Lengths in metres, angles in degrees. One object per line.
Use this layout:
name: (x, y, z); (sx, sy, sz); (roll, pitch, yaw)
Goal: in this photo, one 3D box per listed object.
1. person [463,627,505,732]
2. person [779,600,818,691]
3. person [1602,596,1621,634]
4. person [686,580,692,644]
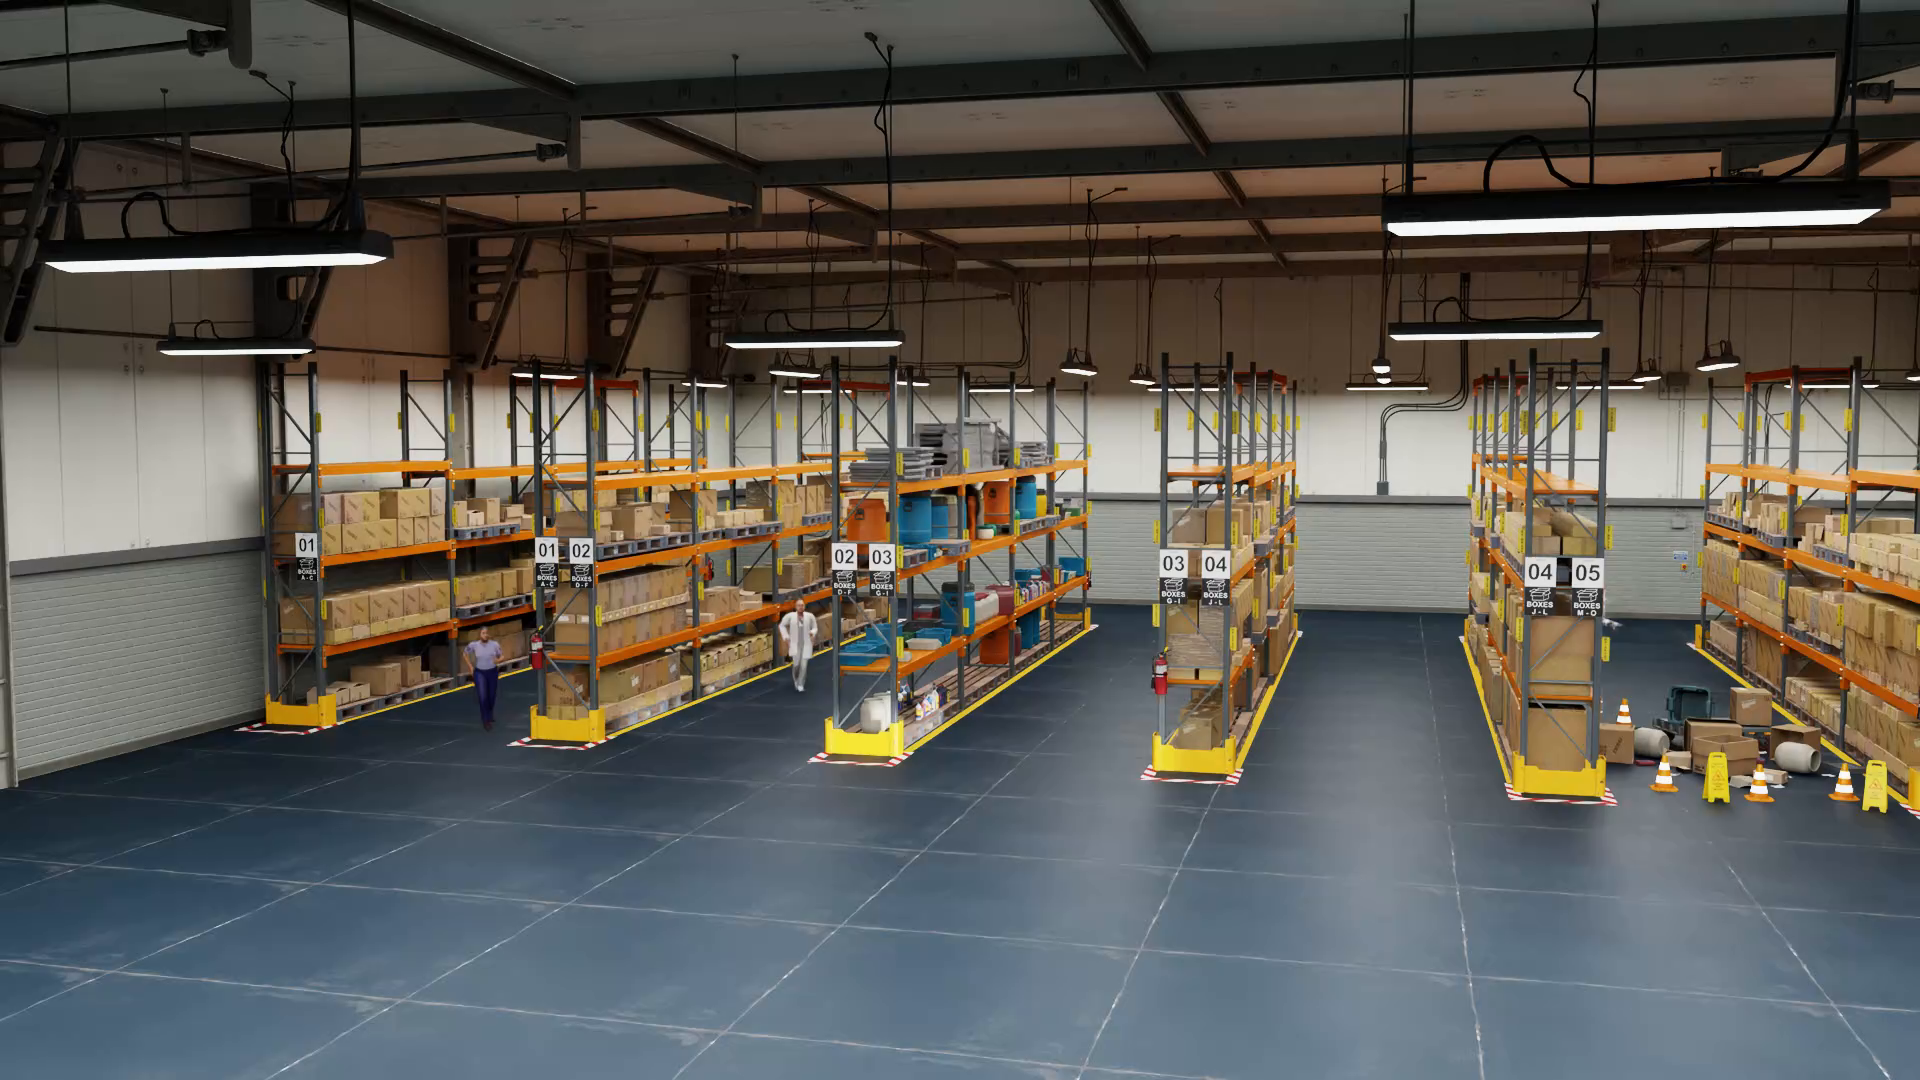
person: (-7.791, 2.255, 27.271); (0.635, 1.692, 0.791); (-2, 5, -27)
person: (-2.992, 1.966, 30.821); (0.717, 1.722, 0.710); (-1, 4, -8)
person: (14.777, 1.516, 38.558); (1.068, 1.575, 0.667); (3, 5, 38)
person: (-5.770, 1.663, 35.733); (0.592, 1.647, 0.803); (0, 4, -2)
